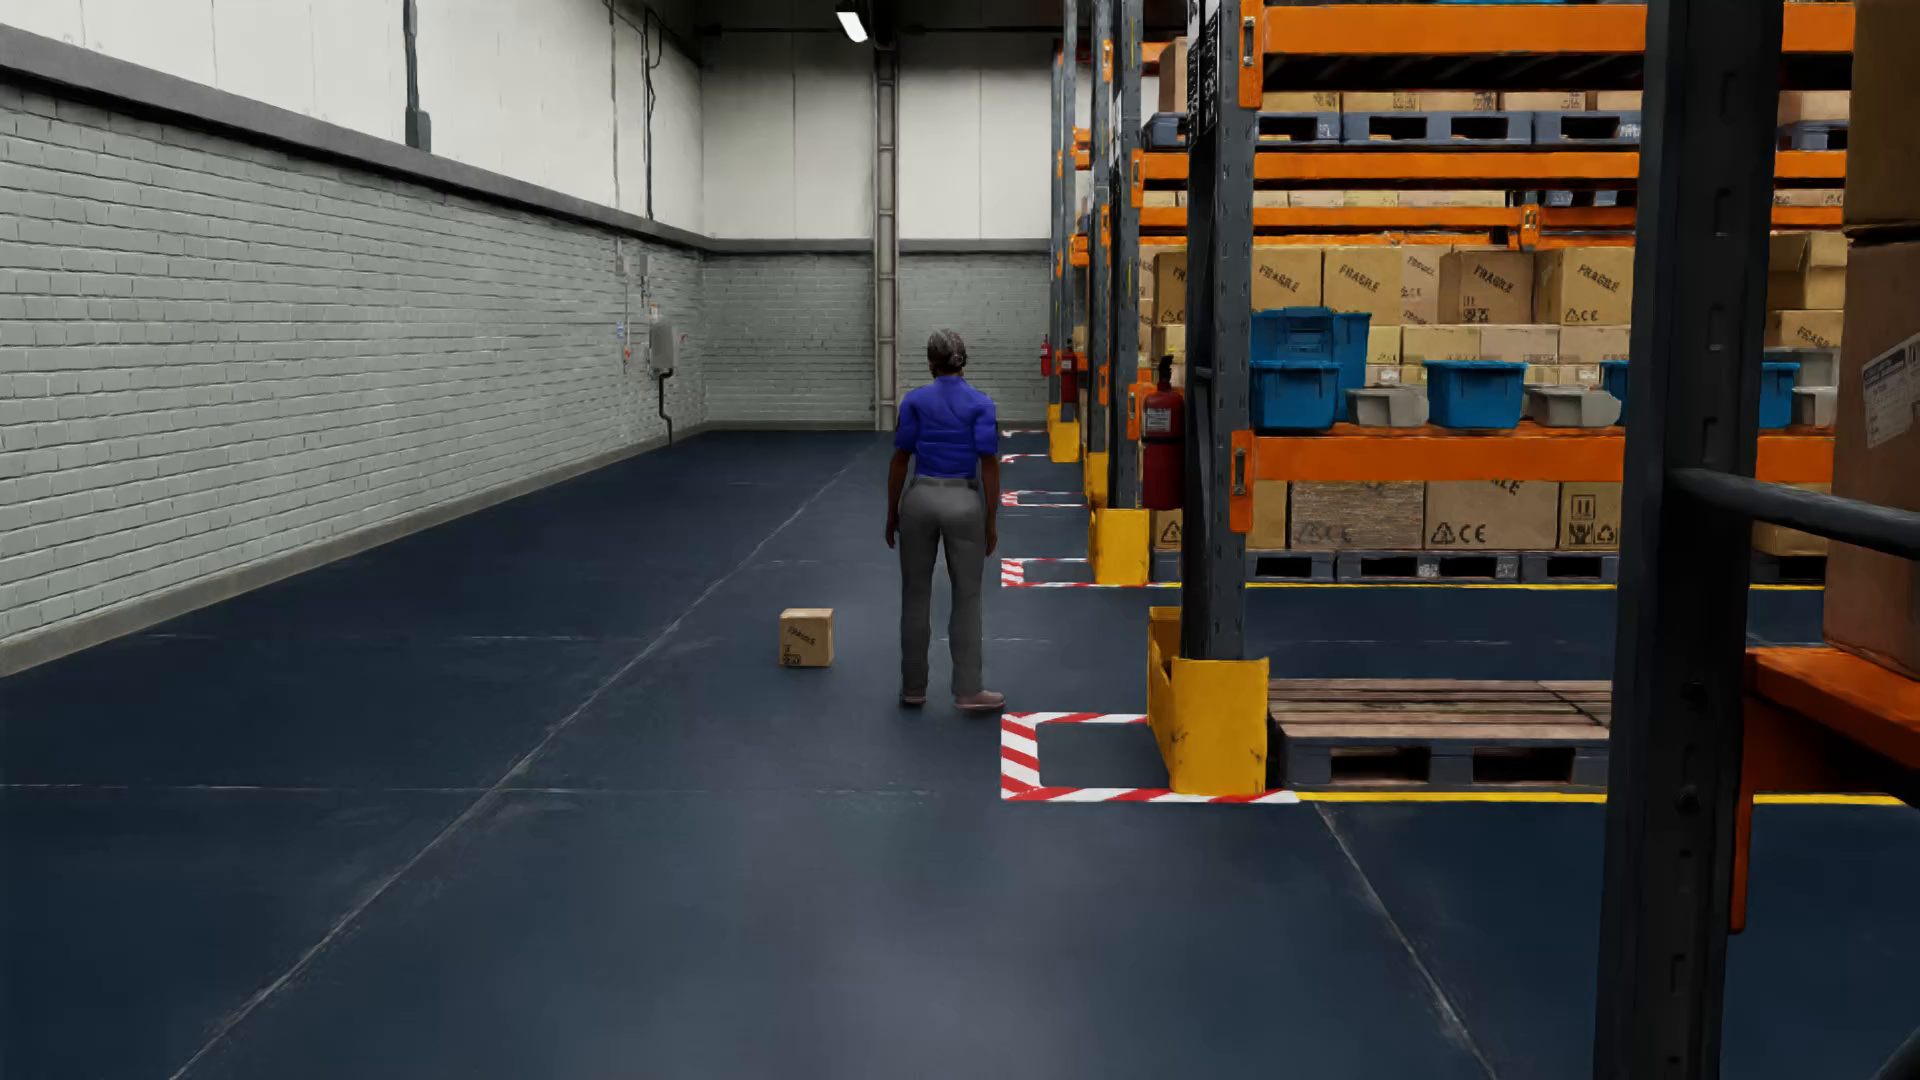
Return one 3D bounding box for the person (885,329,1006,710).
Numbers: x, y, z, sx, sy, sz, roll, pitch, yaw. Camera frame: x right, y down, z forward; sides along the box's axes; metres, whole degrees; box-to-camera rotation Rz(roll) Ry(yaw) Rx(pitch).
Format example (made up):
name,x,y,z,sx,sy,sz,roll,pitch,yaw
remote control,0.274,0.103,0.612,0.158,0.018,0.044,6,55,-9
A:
name,x,y,z,sx,sy,sz,roll,pitch,yaw
person,-0.064,-0.092,7.311,0.542,1.663,0.406,1,7,7
